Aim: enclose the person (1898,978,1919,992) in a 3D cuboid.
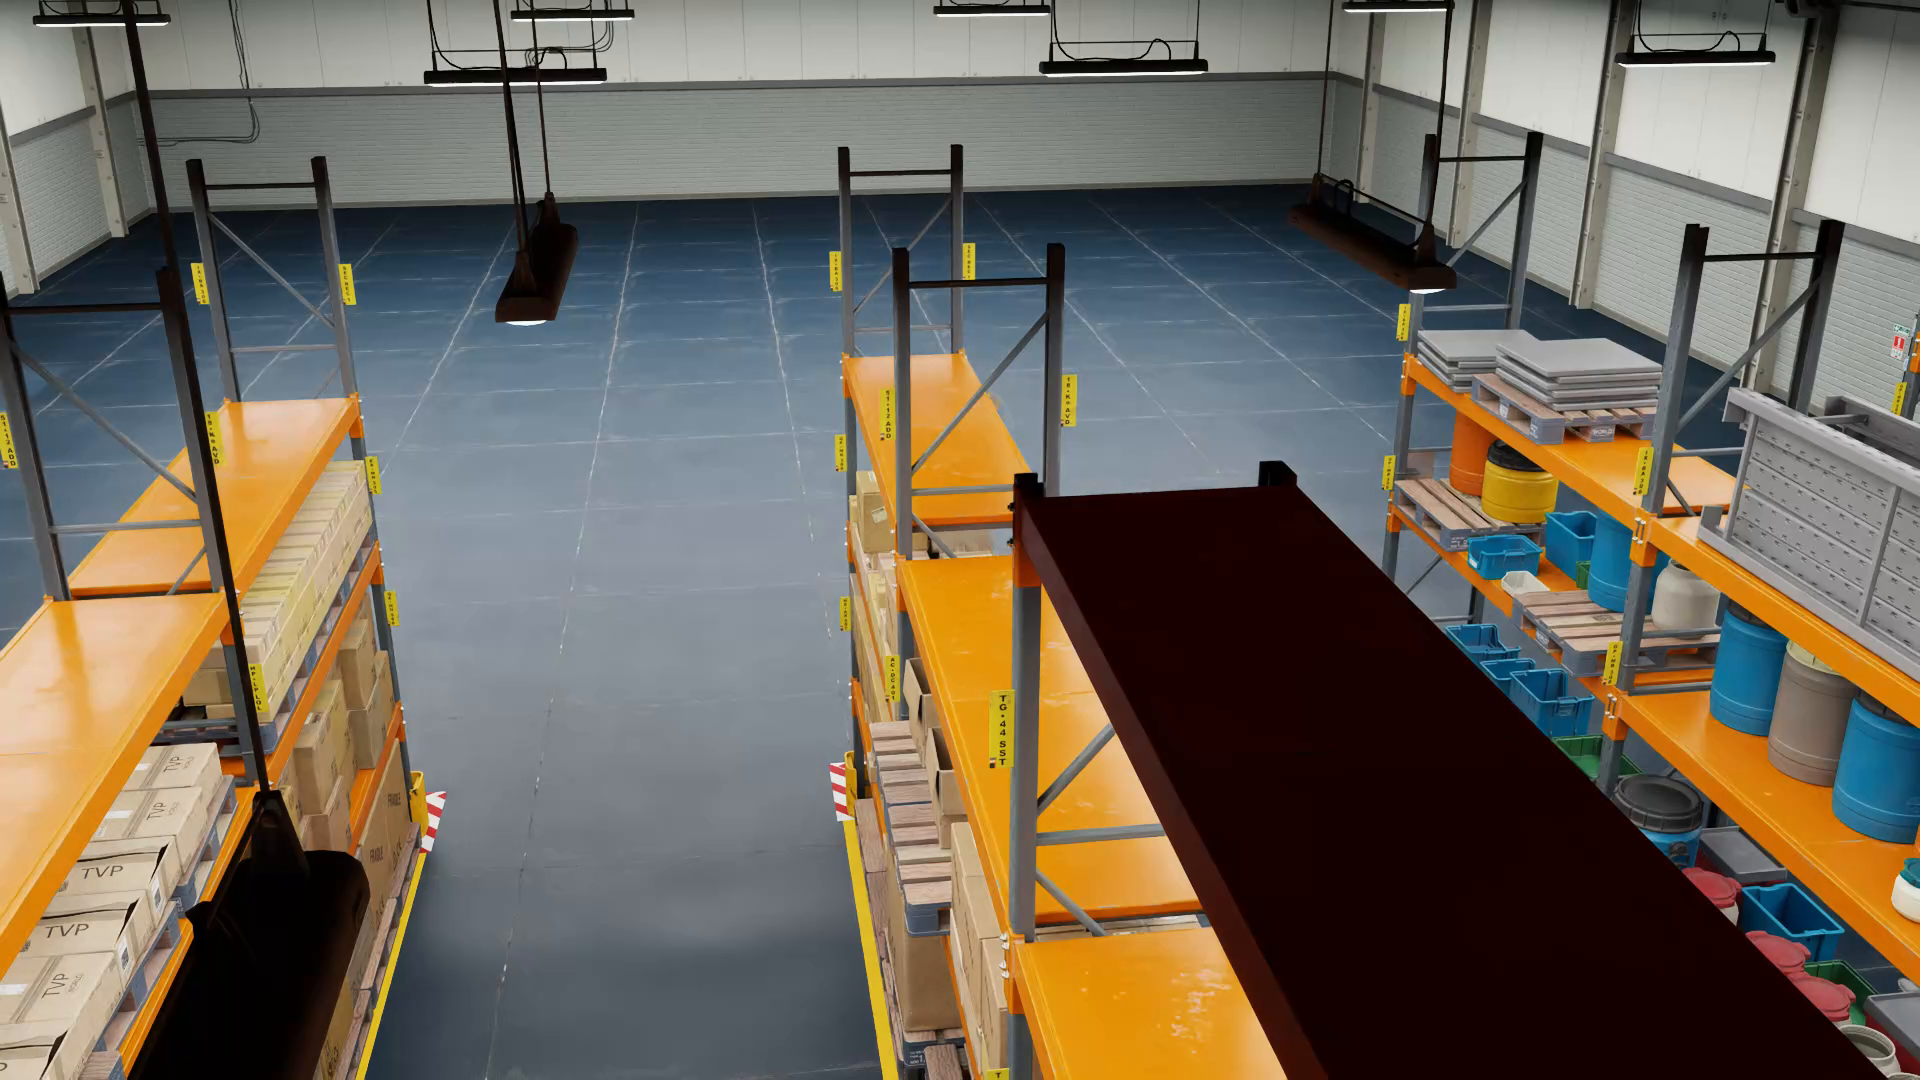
[{"bbox_3d":[7.637,2.791,12.201,0.523,1.716,1.037,-11,24,-25],"label":"person"}]
